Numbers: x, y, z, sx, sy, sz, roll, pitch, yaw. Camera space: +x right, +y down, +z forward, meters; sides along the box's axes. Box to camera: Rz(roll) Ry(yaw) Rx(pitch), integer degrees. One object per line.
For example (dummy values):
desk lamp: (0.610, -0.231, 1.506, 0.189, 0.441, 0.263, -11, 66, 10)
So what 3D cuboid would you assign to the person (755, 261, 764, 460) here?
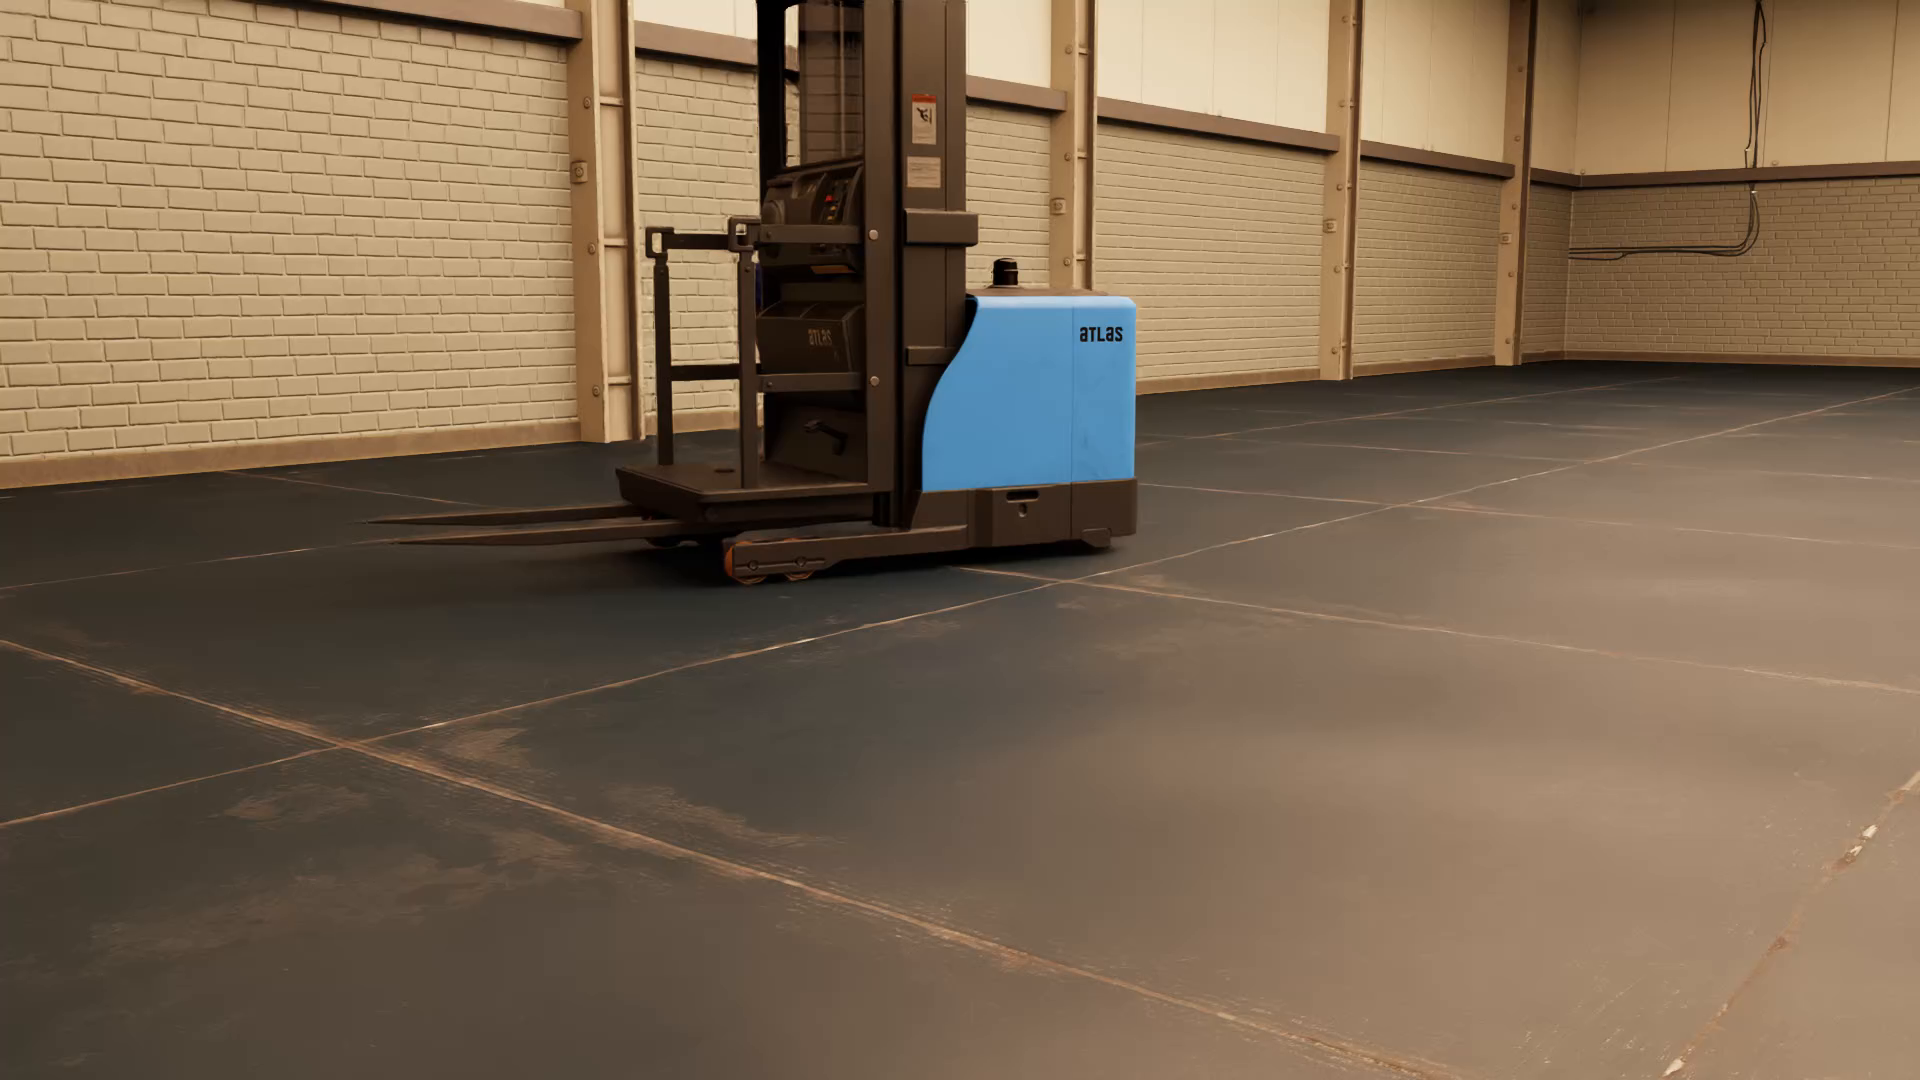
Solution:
person: (-0.848, -0.913, 8.248, 0.468, 1.581, 0.798, -5, 10, -32)

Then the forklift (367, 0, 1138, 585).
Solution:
forklift: (-0.788, -1.368, 6.630, 3.031, 2.935, 1.130, -4, 9, -28)
